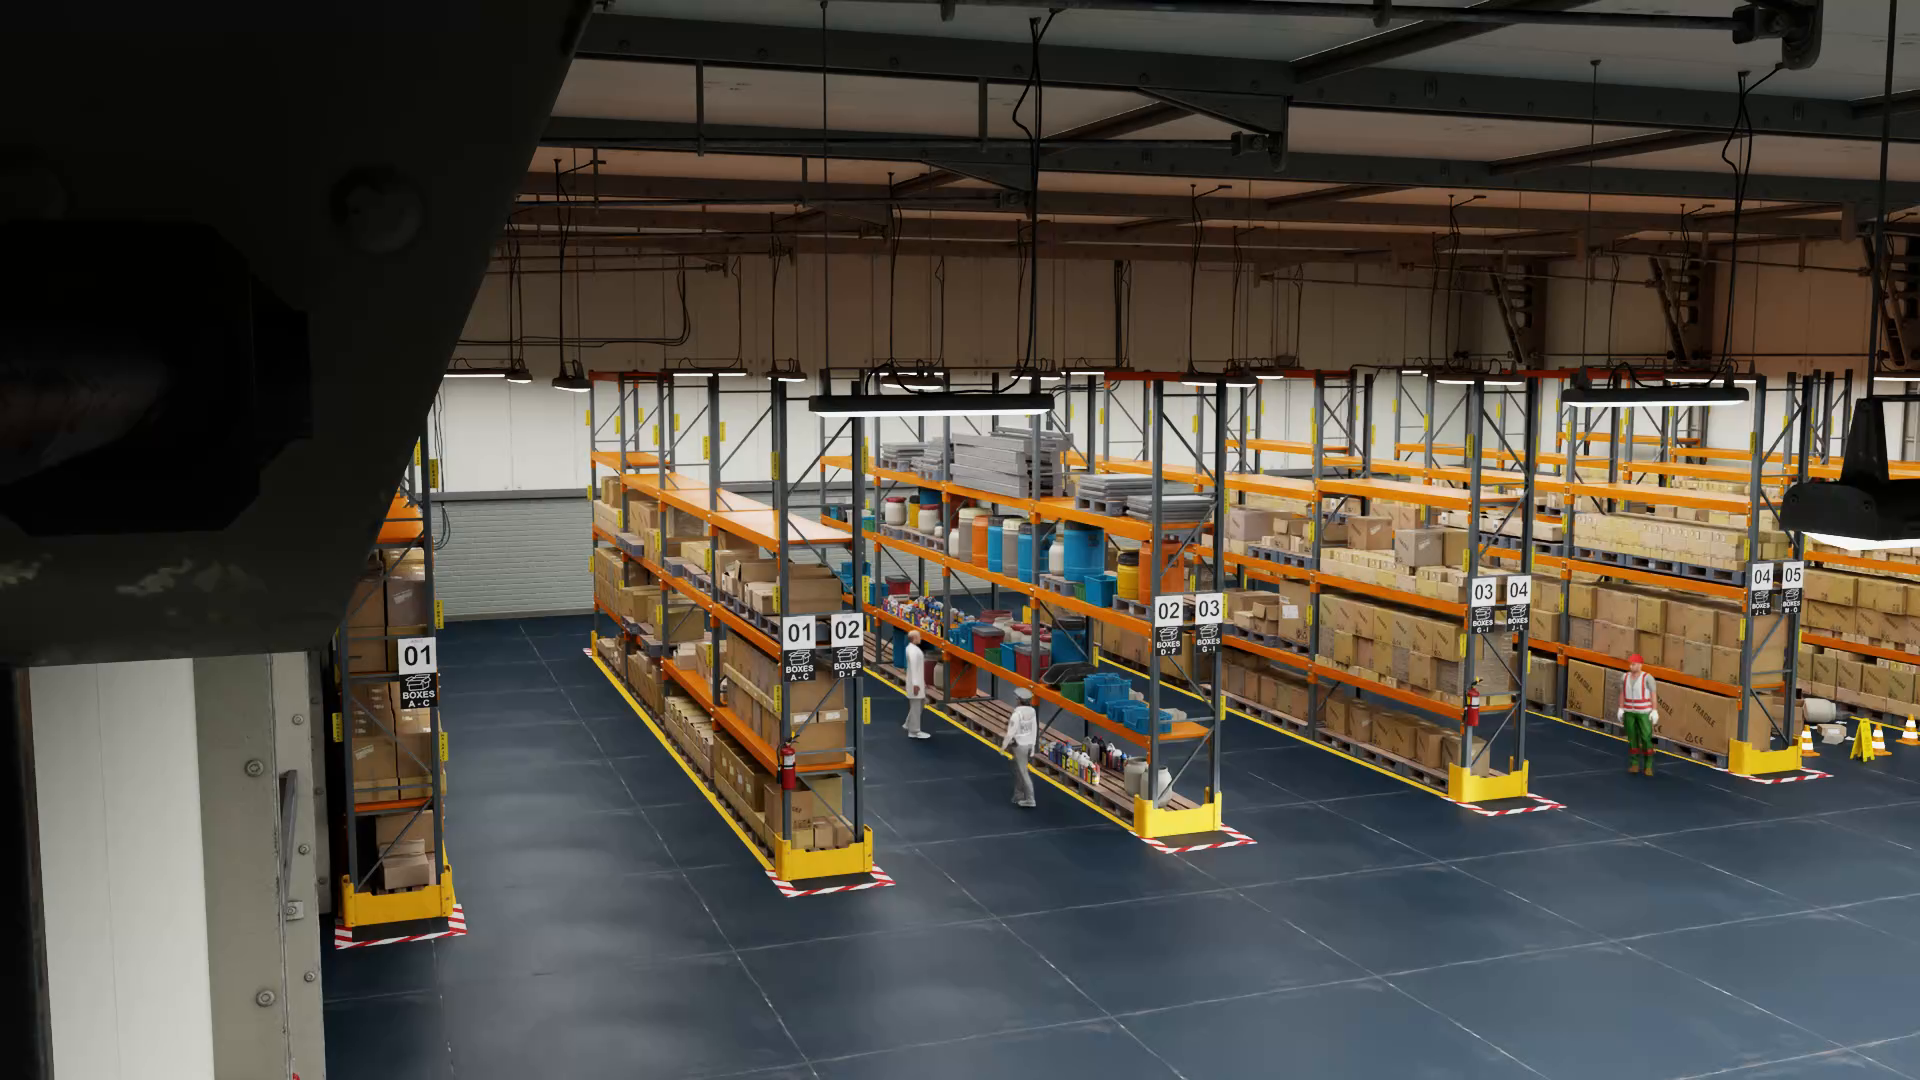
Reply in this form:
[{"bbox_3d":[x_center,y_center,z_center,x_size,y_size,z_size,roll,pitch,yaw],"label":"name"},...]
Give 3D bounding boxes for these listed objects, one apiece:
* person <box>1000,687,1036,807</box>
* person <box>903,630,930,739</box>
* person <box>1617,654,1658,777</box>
[{"bbox_3d":[0.843,2.919,23.275,0.518,1.746,0.484,3,7,28],"label":"person"},{"bbox_3d":[-0.716,2.394,27.502,0.435,1.818,0.654,-1,6,-5],"label":"person"},{"bbox_3d":[10.260,2.641,25.195,0.375,1.828,0.620,-6,9,-43],"label":"person"}]
